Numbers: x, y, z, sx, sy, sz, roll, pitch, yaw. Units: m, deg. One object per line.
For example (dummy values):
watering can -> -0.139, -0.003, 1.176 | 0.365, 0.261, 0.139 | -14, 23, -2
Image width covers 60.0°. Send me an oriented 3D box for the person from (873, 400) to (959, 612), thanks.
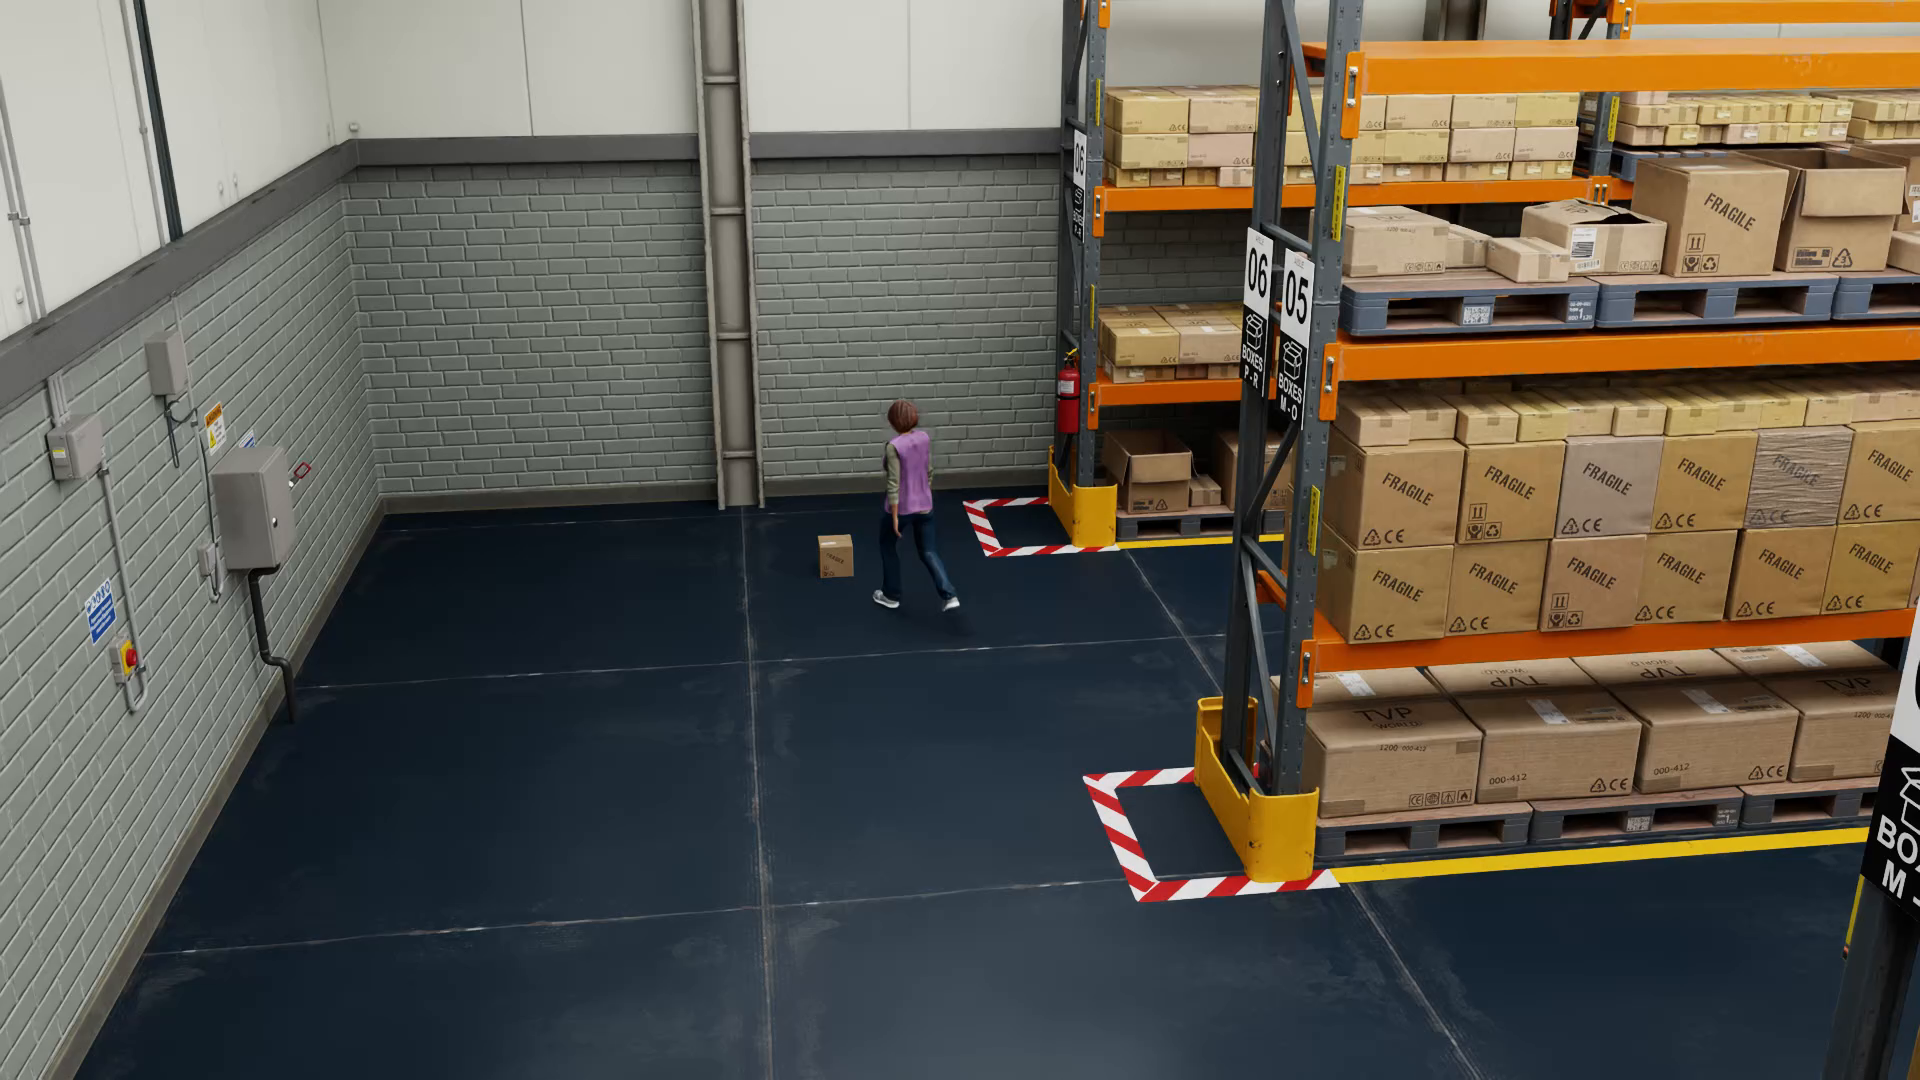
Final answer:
person -> -0.323, -0.205, 11.653 | 0.425, 1.556, 0.833 | -14, 24, -33
